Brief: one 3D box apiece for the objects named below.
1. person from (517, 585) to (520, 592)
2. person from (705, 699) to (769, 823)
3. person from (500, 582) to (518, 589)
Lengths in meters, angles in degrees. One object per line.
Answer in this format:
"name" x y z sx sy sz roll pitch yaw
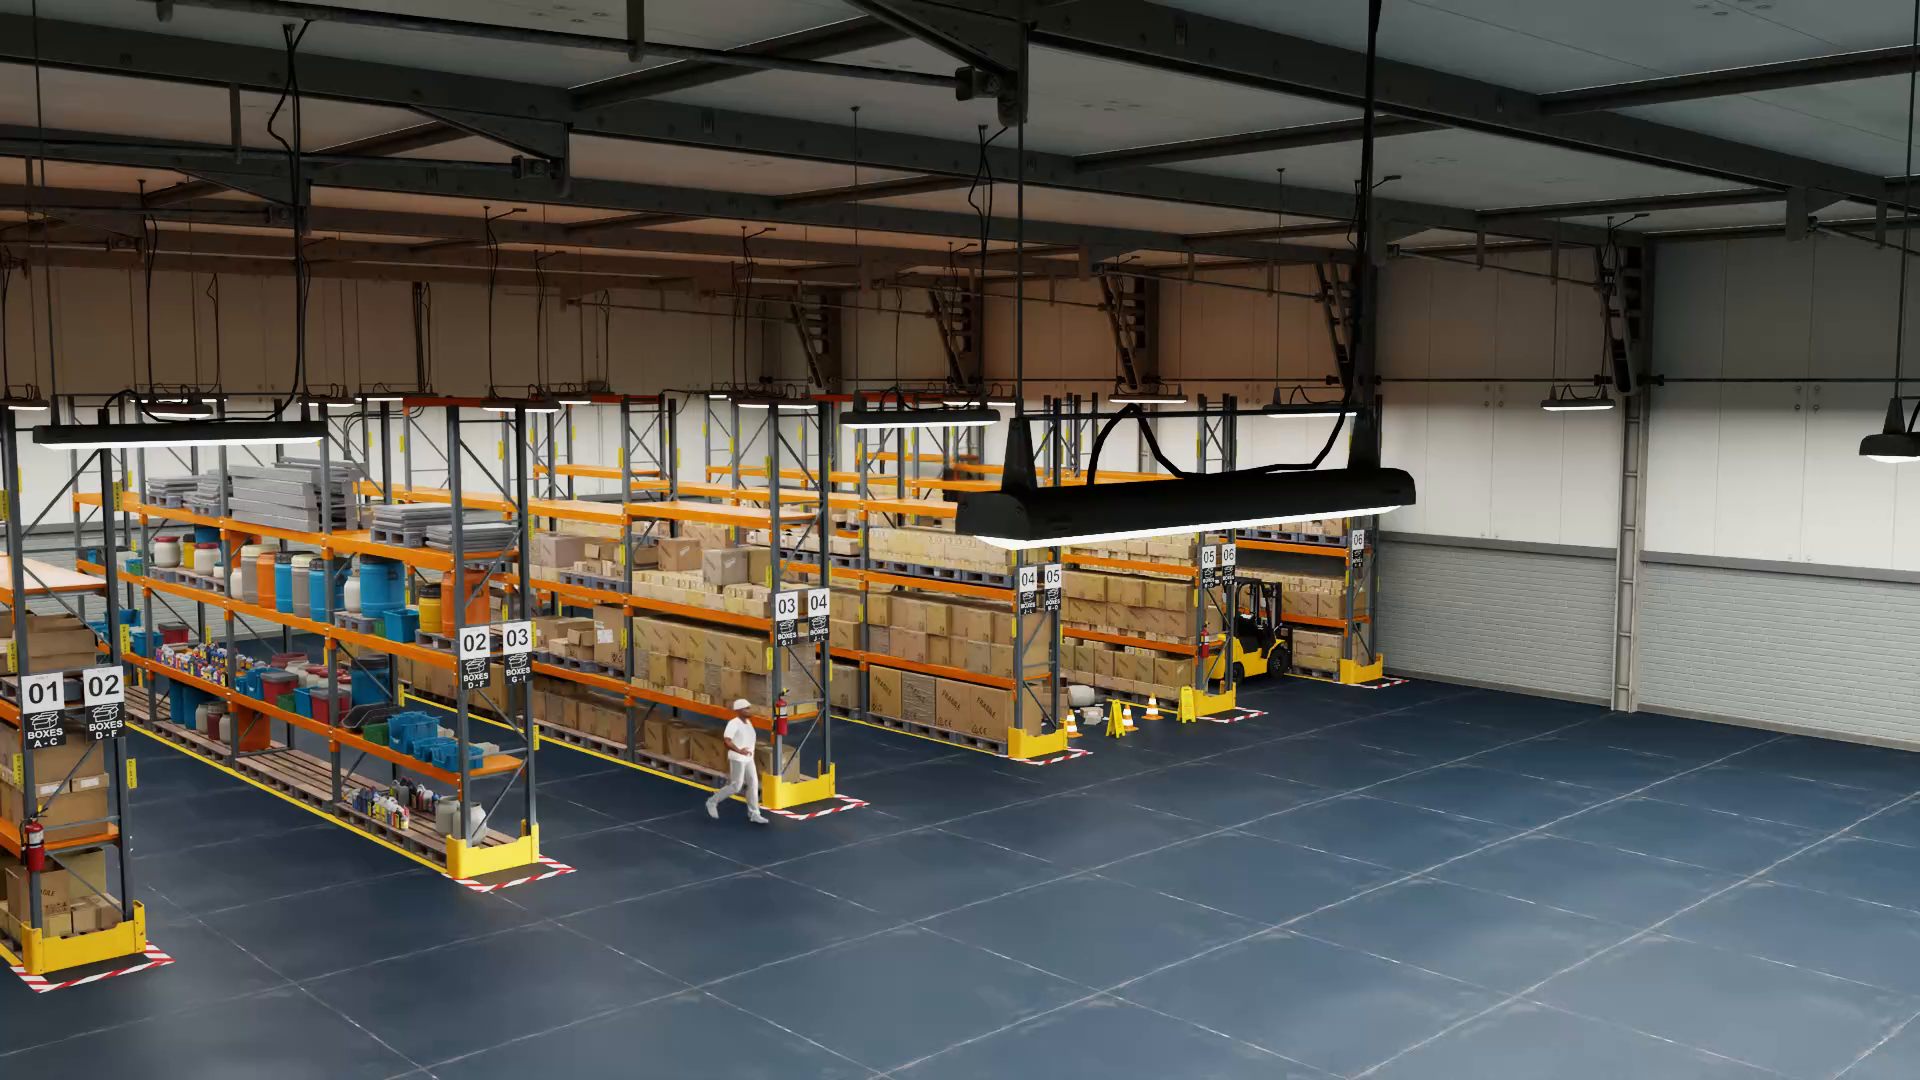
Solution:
"person" -9.899 1.881 37.459 0.689 1.793 0.637 -4 7 -37
"person" -3.116 3.152 23.869 0.962 1.721 0.764 2 6 20
"person" -10.812 1.629 39.753 0.724 1.810 0.698 3 6 25
